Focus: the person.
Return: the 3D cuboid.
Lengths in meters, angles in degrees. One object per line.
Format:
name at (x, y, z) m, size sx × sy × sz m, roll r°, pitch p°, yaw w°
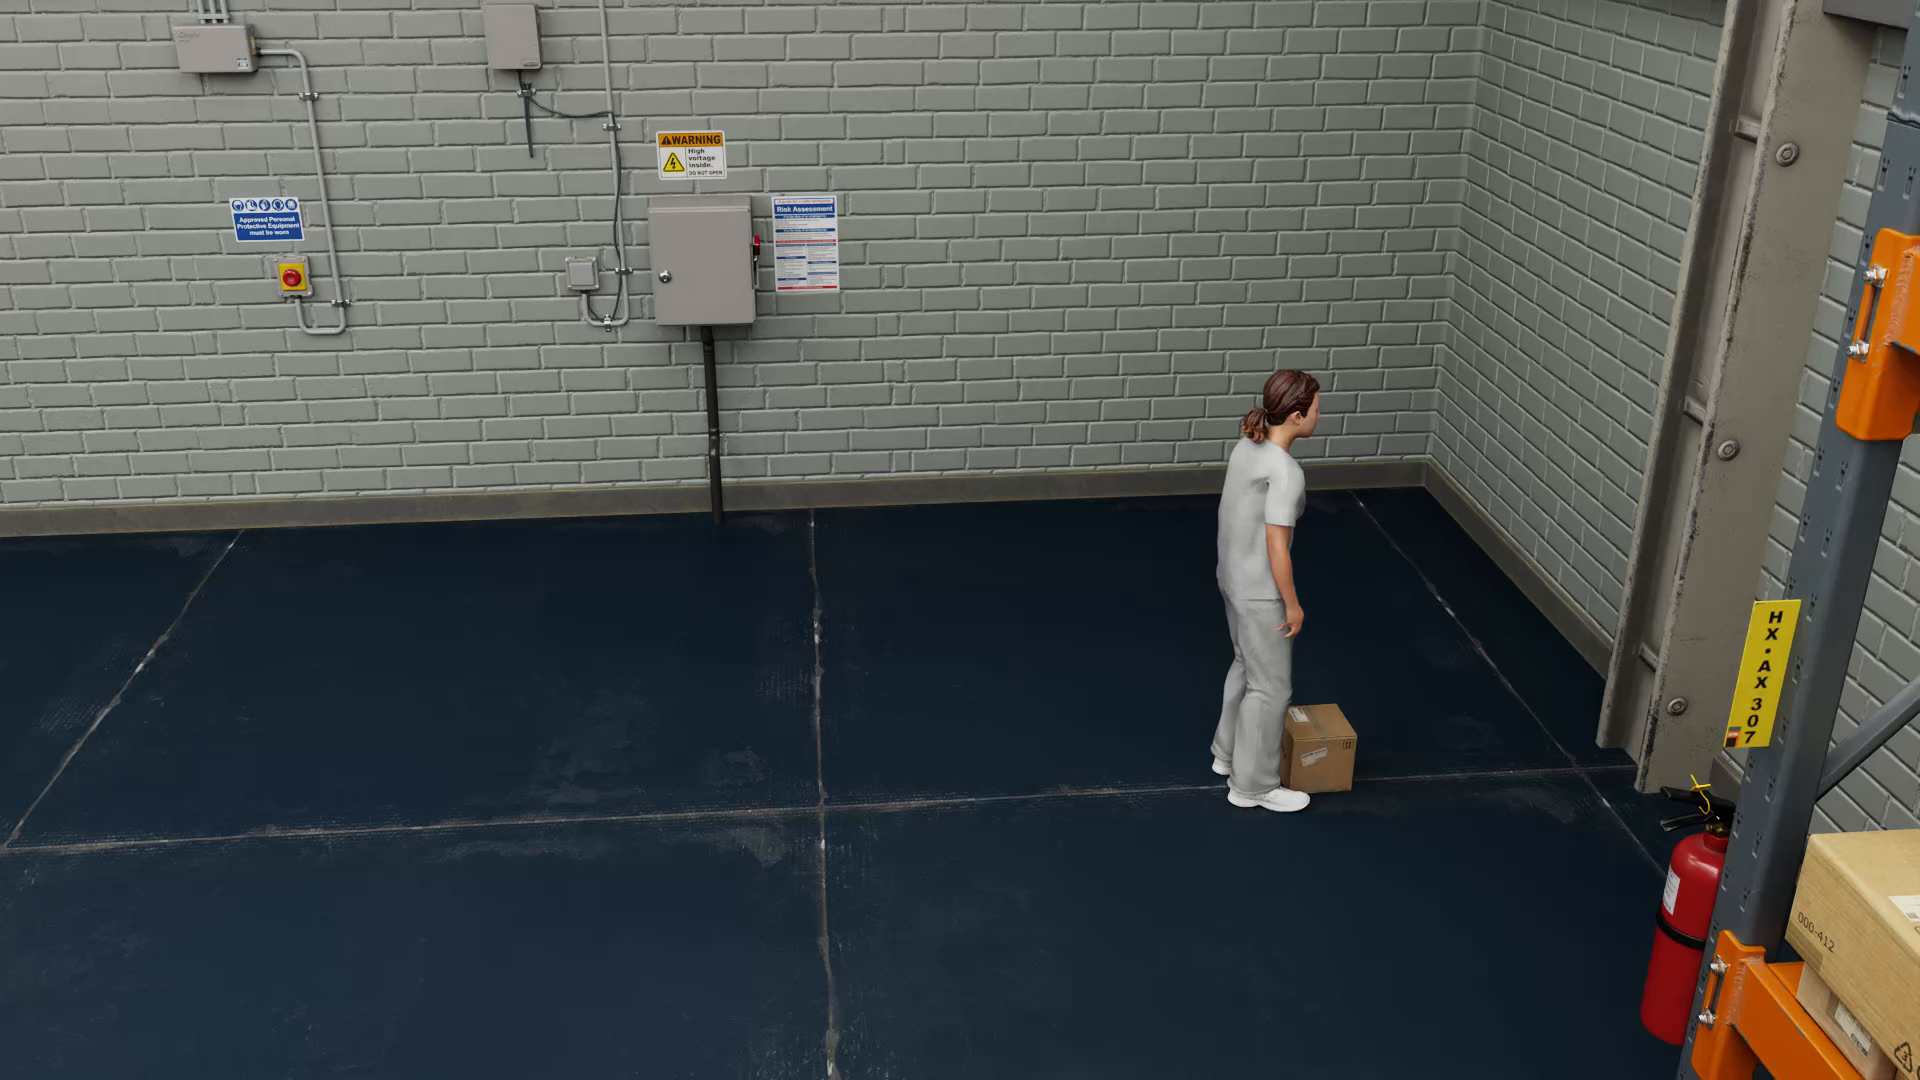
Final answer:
person at (1.139, 0.178, 6.199) m, size 0.356 × 1.673 × 0.513 m, roll -3°, pitch 24°, yaw -8°
